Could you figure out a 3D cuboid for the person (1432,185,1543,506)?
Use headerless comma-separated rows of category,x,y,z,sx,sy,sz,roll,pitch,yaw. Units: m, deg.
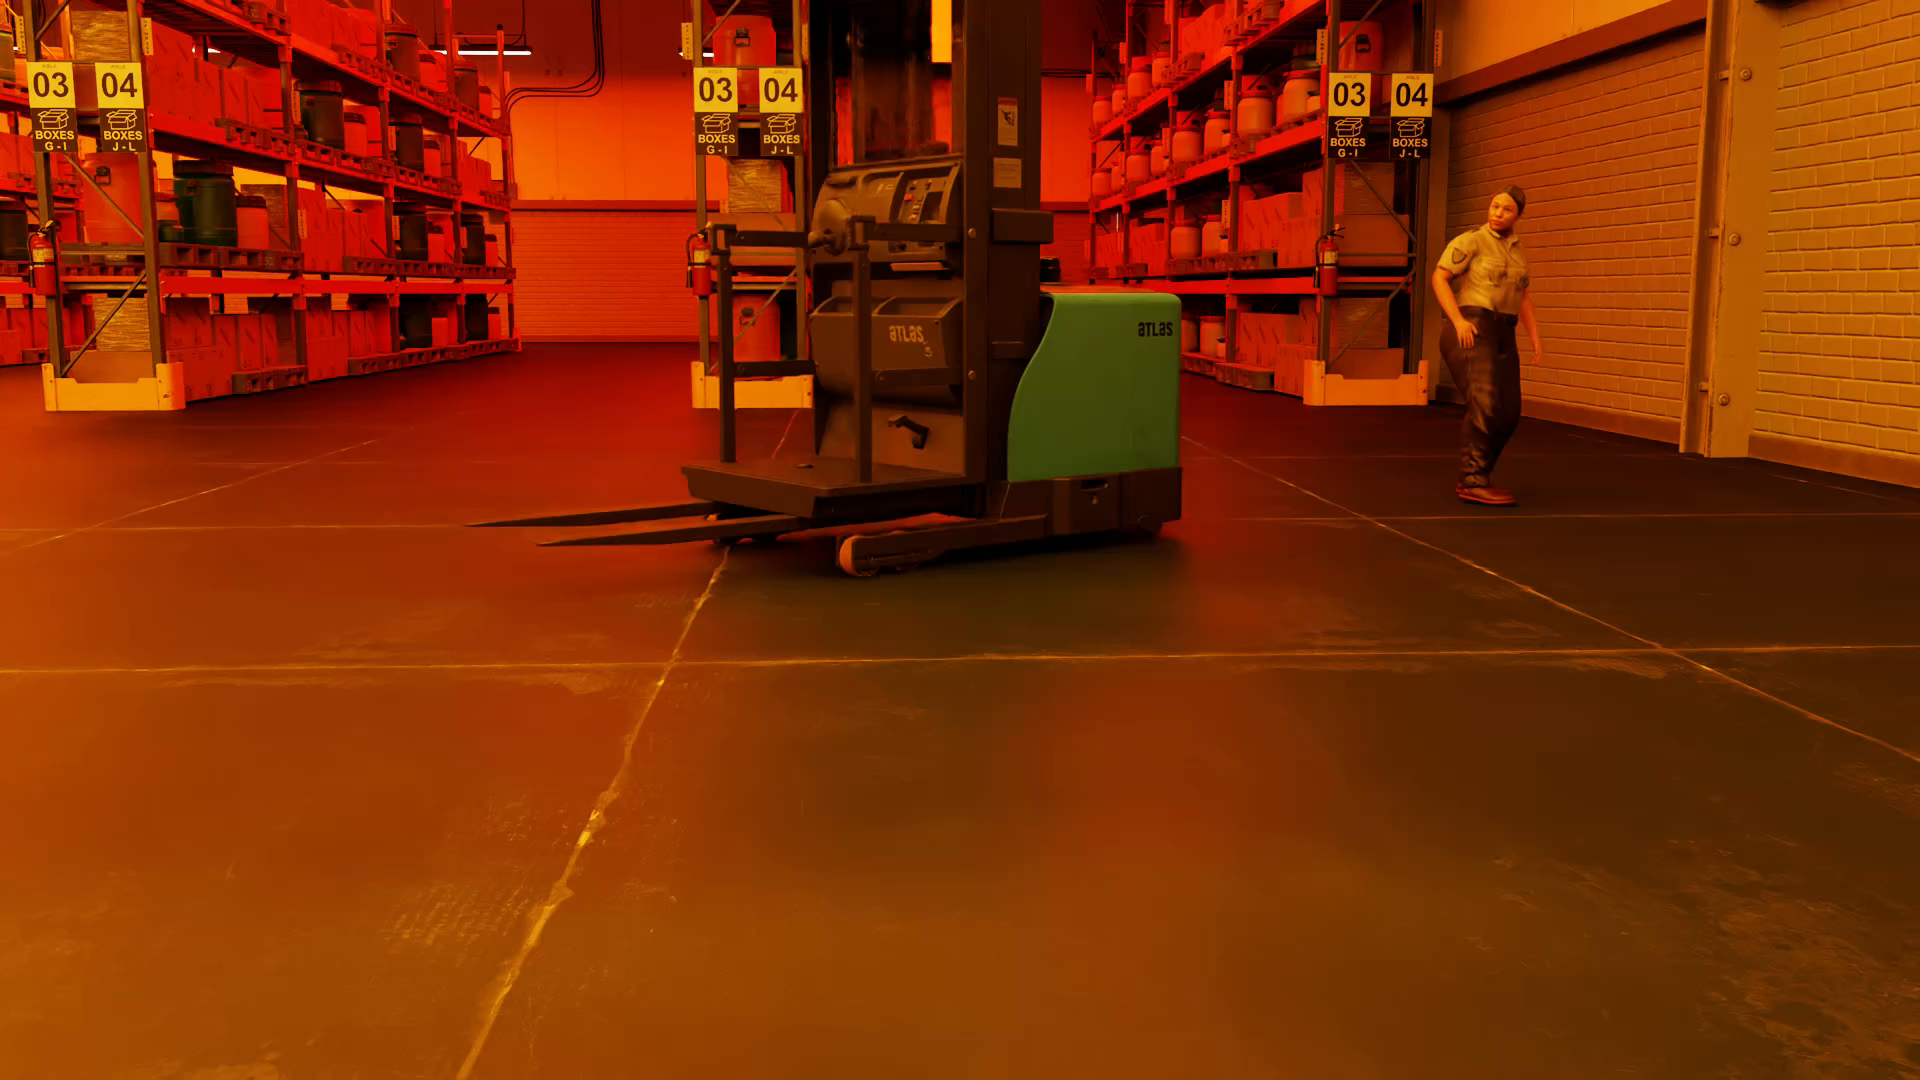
person,2.796,-1.013,8.621,0.675,1.628,0.485,-7,11,-38

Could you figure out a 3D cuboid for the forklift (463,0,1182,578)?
forklift,-0.473,-1.393,6.713,3.031,2.935,1.130,-7,11,-38
